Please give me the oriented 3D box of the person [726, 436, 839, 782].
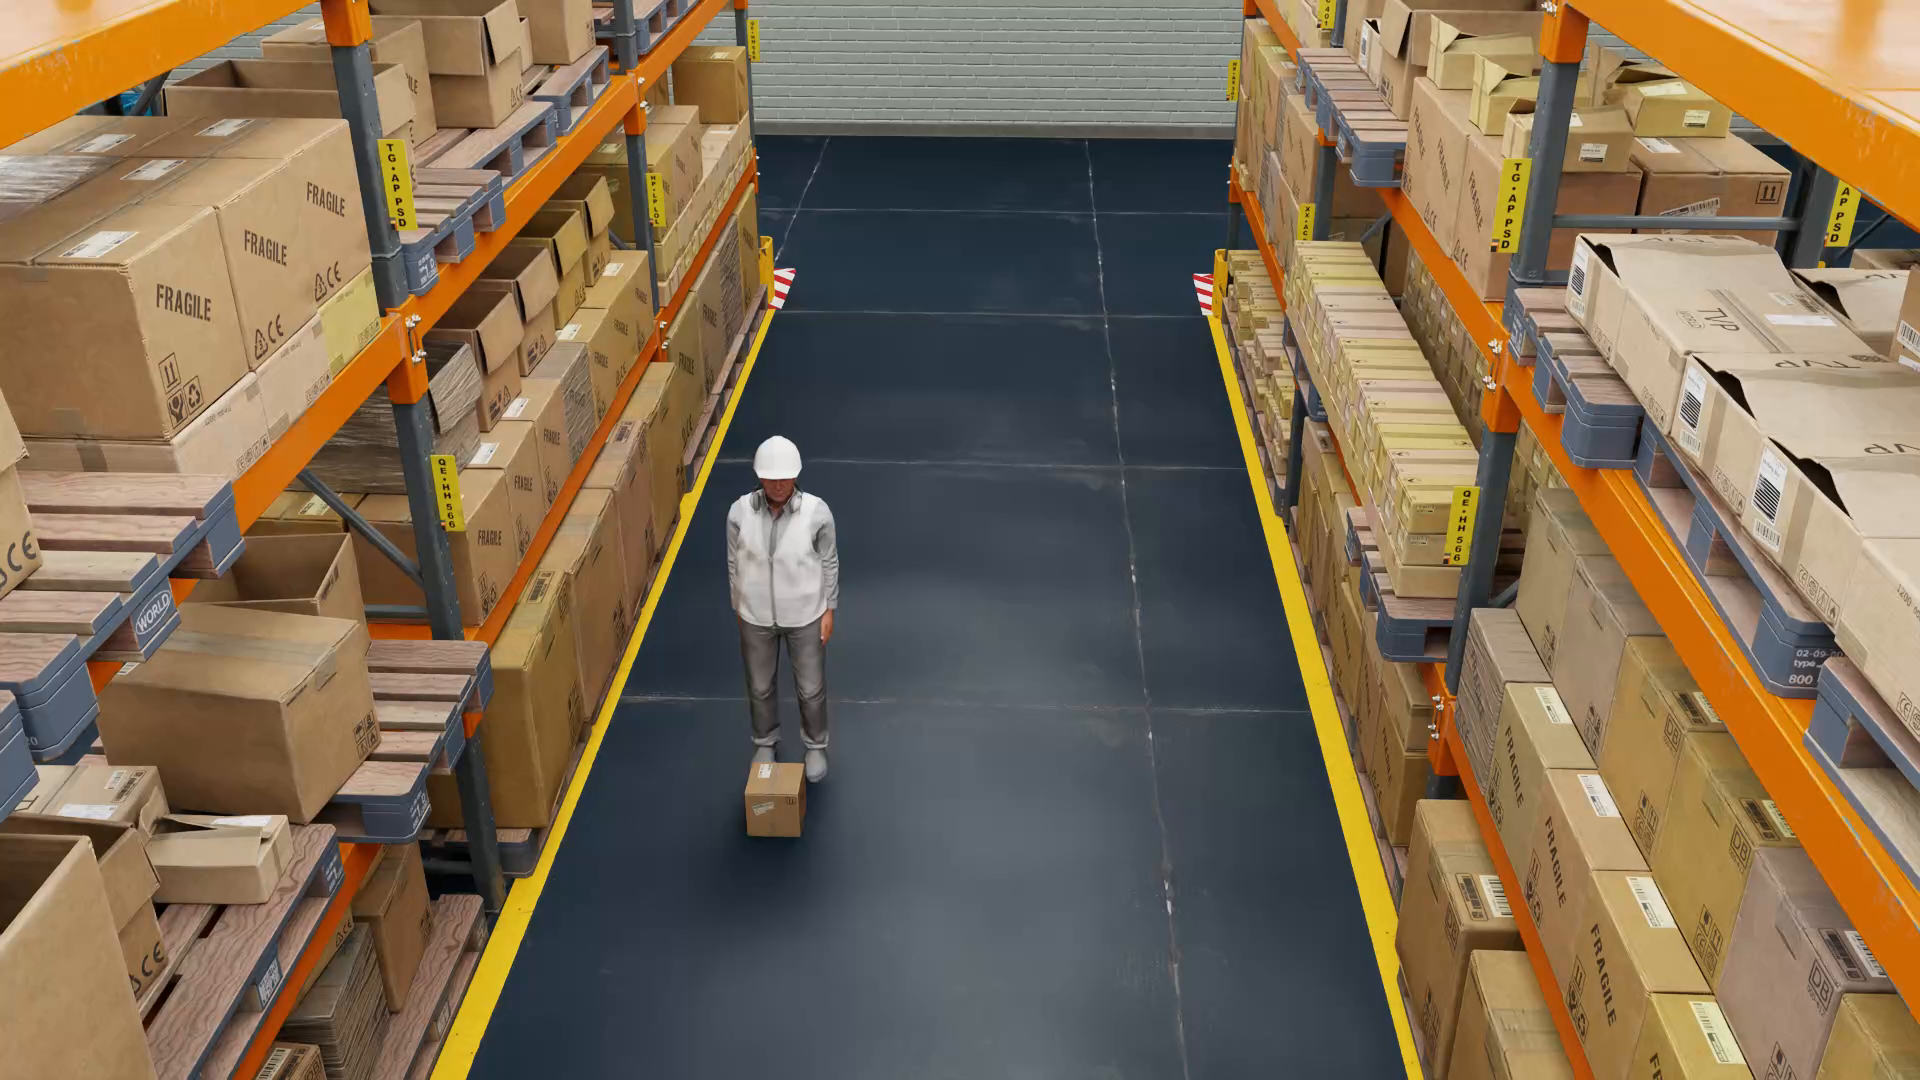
[{"bbox_3d":[-0.838,0.343,7.958,0.532,1.775,0.355,2,28,3],"label":"person"}]
